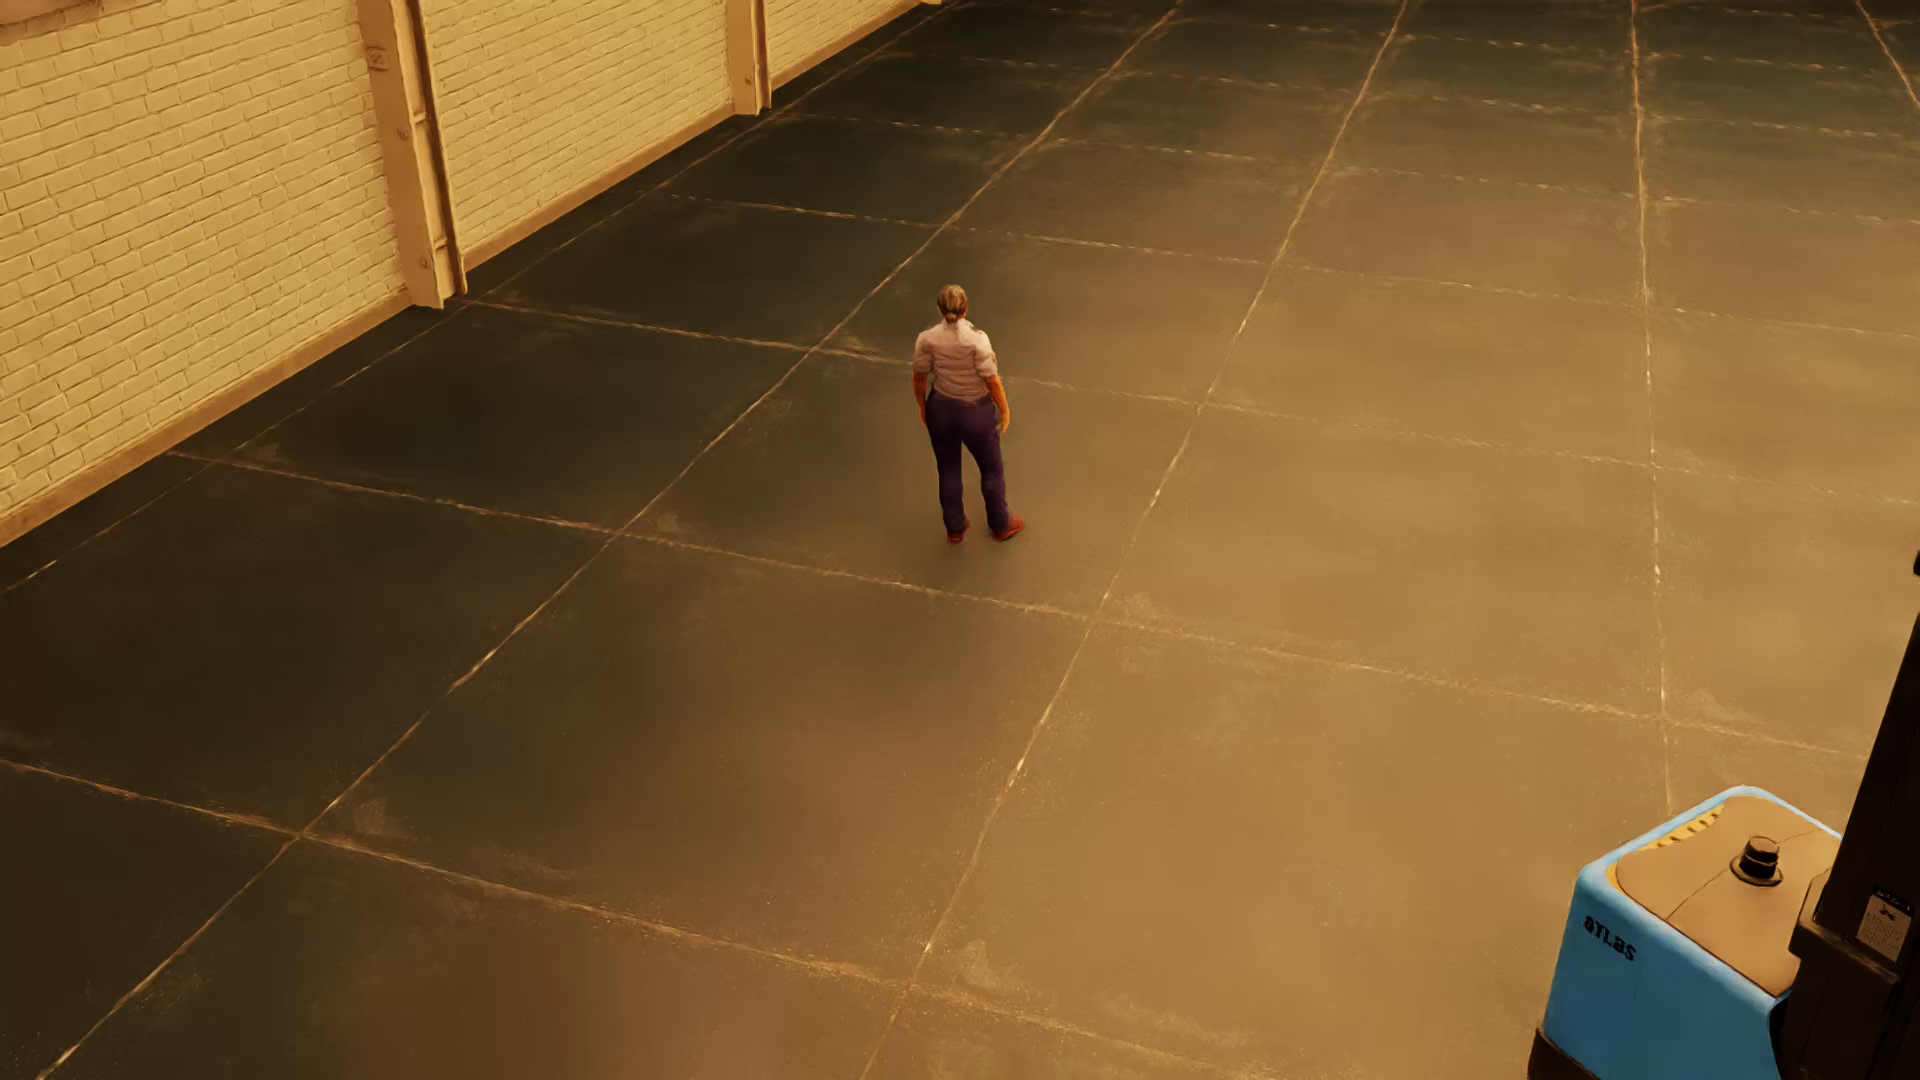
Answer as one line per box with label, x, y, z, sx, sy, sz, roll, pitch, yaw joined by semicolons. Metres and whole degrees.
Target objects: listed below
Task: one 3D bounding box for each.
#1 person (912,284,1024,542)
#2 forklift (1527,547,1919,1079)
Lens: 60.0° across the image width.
person;0.051;-0.755;9.755;0.599;1.637;0.502;10;31;16
forklift;3.391;1.313;4.834;1.130;2.935;3.031;-18;34;-28
